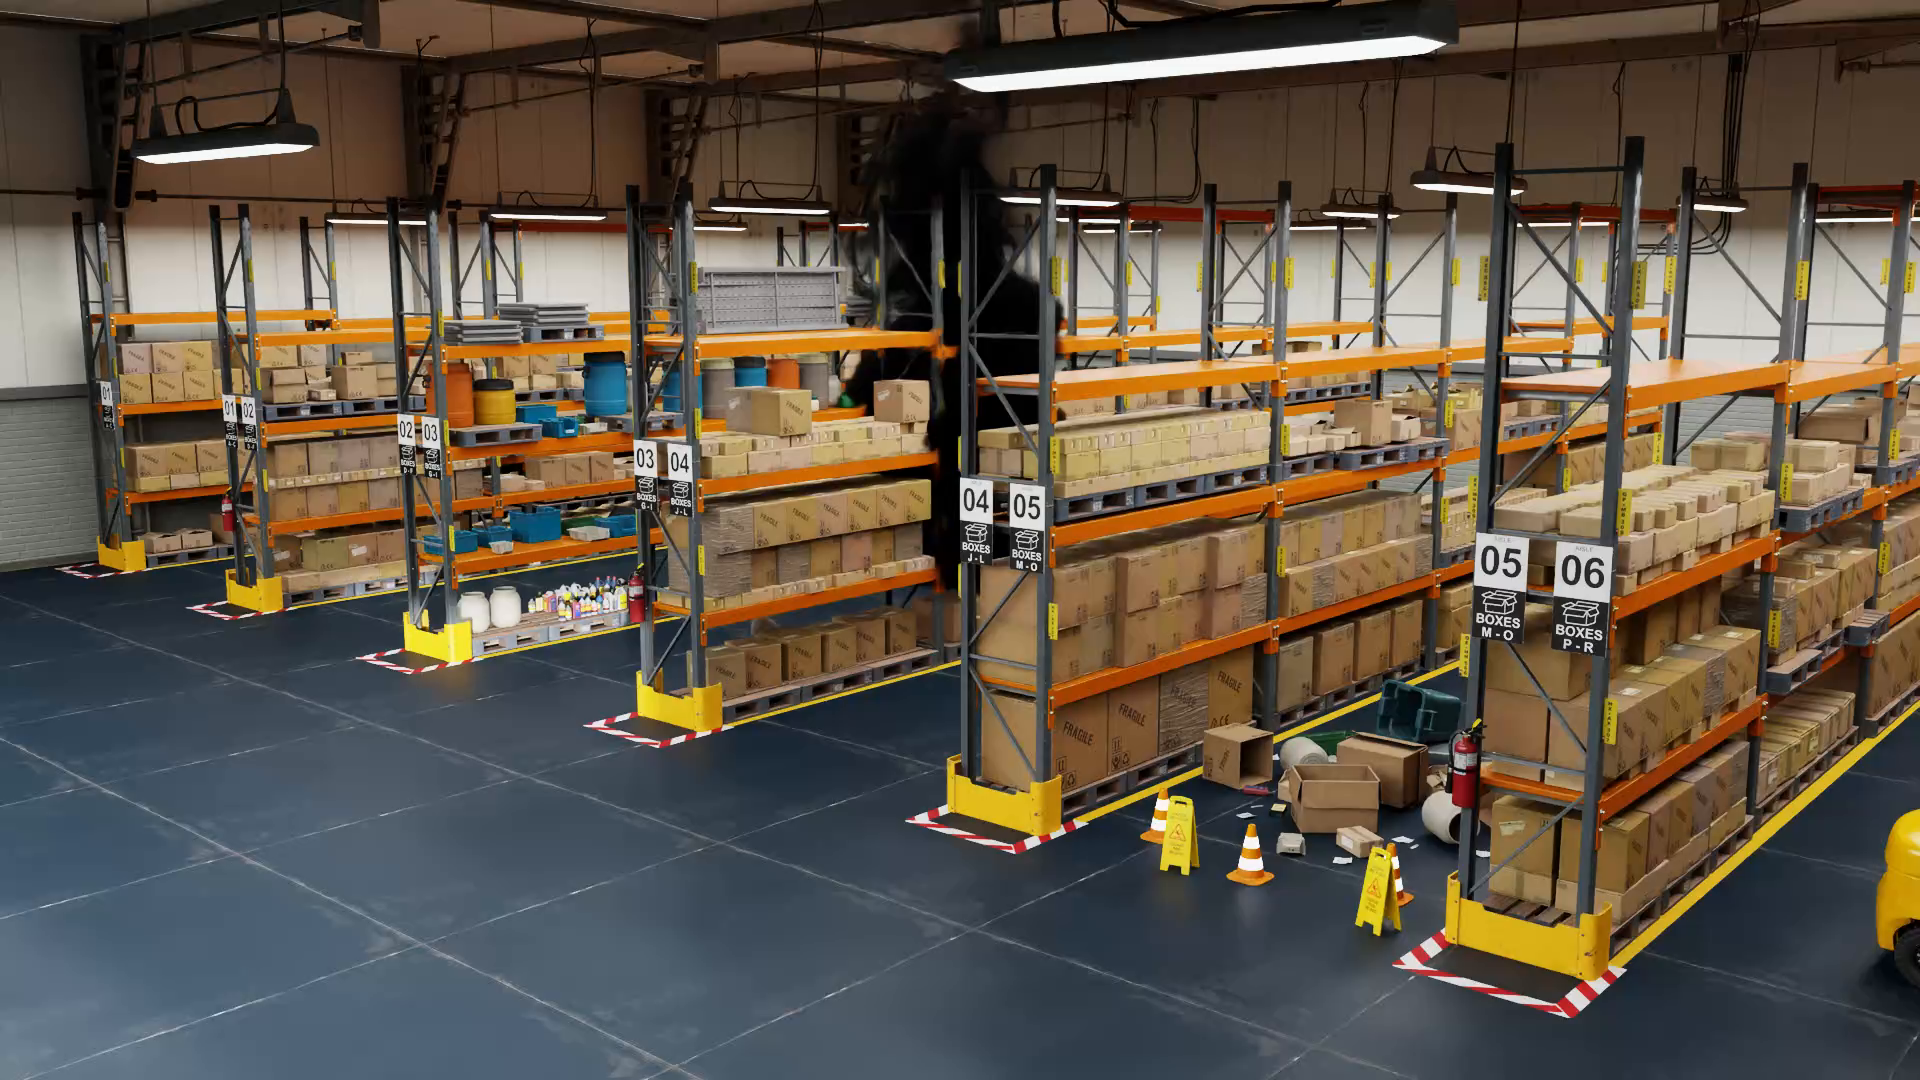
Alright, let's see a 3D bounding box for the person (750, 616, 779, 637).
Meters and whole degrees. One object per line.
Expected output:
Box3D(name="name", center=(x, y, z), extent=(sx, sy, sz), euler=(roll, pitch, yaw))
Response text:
Box3D(name="person", center=(-2.644, 0.654, 22.149), extent=(0.687, 1.741, 0.839), euler=(6, 11, 34))
